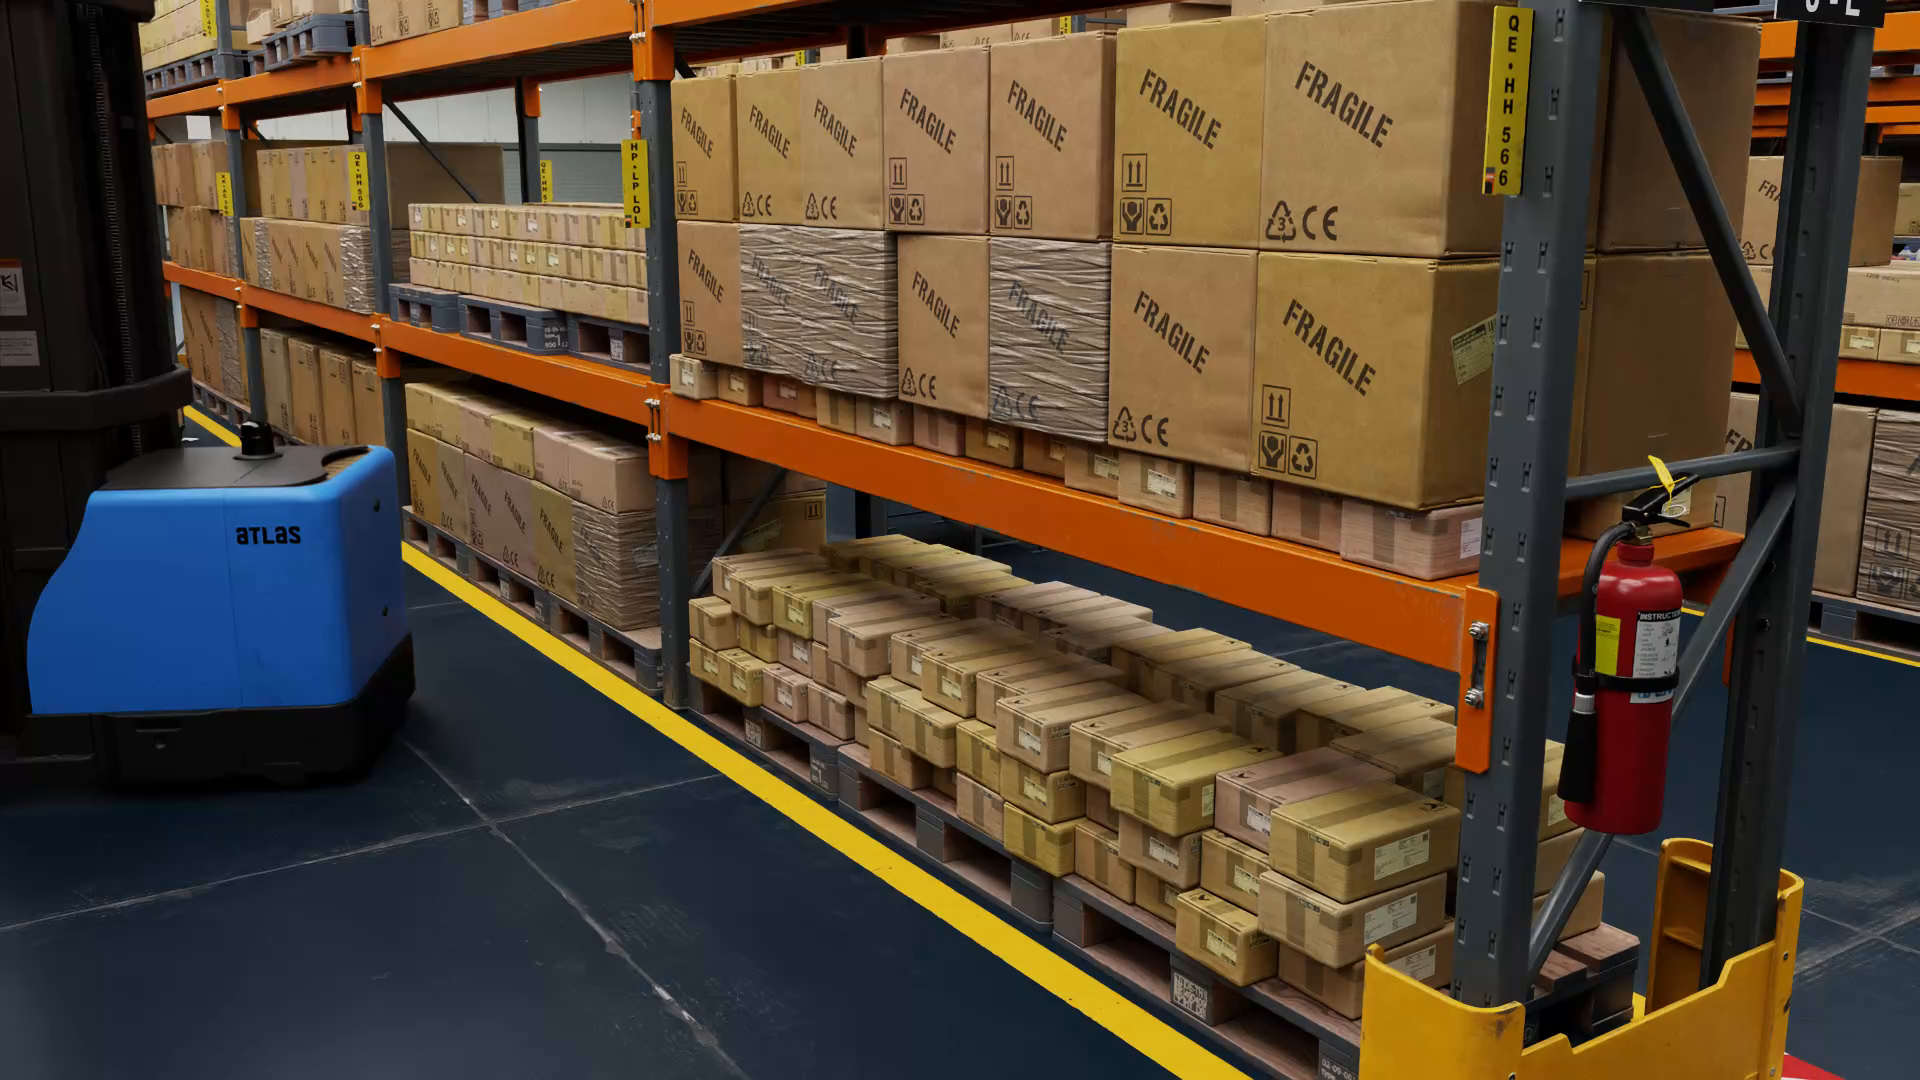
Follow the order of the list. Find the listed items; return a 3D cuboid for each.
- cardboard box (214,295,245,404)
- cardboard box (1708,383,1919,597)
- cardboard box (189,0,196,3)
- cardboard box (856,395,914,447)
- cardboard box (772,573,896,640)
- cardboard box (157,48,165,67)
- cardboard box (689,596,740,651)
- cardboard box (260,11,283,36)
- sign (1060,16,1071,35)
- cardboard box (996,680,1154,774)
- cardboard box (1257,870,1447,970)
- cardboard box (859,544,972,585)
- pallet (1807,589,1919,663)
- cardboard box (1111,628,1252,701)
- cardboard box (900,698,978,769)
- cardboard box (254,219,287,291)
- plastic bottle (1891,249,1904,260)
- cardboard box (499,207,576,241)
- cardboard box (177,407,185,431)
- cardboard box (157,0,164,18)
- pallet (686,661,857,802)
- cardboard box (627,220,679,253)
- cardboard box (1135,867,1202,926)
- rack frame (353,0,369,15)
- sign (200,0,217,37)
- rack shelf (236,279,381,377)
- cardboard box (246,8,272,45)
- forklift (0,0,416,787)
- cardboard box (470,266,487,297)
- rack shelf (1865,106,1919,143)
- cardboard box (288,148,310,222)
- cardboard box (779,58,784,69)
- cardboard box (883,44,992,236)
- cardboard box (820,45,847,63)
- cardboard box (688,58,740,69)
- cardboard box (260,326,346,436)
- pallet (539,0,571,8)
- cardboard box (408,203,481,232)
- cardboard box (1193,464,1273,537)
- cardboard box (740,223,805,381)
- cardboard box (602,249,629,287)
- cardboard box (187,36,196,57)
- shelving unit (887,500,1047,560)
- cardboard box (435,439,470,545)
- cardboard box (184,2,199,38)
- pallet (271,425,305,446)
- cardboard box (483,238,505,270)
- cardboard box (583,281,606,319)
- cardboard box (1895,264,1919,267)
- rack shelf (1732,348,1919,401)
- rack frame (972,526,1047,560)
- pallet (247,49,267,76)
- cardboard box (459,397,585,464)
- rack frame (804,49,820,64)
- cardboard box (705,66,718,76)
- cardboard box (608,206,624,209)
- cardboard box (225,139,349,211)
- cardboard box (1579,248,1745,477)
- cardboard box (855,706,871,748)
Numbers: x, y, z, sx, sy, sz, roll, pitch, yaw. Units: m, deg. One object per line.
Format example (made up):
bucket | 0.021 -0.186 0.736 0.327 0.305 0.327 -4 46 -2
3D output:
cardboard box | -5.985 -1.710 14.650 0.875 0.875 0.875 -8 15 -32
cardboard box | 4.223 -0.289 8.154 0.875 0.875 0.875 -8 15 -33
cardboard box | -5.938 -4.366 13.288 0.380 0.149 0.250 -8 15 -33
cardboard box | -0.105 -0.400 5.256 0.380 0.149 0.250 -7 14 -30
cardboard box | -0.457 0.238 6.050 0.380 0.149 0.250 -8 15 -34
cardboard box | -6.925 -4.292 14.818 0.380 0.149 0.250 -8 15 -33
cardboard box | -0.825 0.305 6.441 0.380 0.149 0.250 -7 14 -30
cardboard box | -4.632 -3.579 11.558 0.380 0.149 0.250 -8 15 -33
sign | 0.757 -3.775 11.869 0.100 0.325 0.005 -8 15 -33
cardboard box | 0.326 0.527 4.728 0.380 0.149 0.250 -7 14 -31
cardboard box | 0.927 0.854 3.931 0.380 0.149 0.250 -9 15 -34
cardboard box | -0.171 0.130 6.543 0.380 0.149 0.250 -8 15 -32
pallet | 4.462 0.315 7.928 1.003 0.211 1.213 -8 15 -33
cardboard box | 0.704 0.403 5.294 0.380 0.149 0.250 -8 15 -32
cardboard box | 0.038 0.577 5.194 0.380 0.149 0.250 -8 15 -32
cardboard box | -4.844 -2.097 12.193 0.500 0.500 0.500 -8 15 -32
plastic bottle | 6.895 -2.006 12.286 0.061 0.283 0.133 -8 15 -33
cardboard box | -2.016 -1.541 8.099 0.380 0.149 0.250 -8 15 -34
cardboard box | -6.906 -1.197 14.161 0.500 0.500 0.500 -5 13 -23
cardboard box | -6.785 -4.637 14.528 0.380 0.149 0.250 -8 15 -33
pallet | -0.358 0.638 6.452 1.003 0.211 1.213 -8 15 -33
cardboard box | -1.144 -1.261 6.821 0.380 0.149 0.250 -7 14 -30
cardboard box | 0.690 0.899 4.419 0.380 0.149 0.250 -8 15 -33
rack frame | -2.976 -4.482 9.294 1.000 3.000 0.127 -8 15 -33
sign | -5.653 -3.953 12.502 0.100 0.325 0.005 -8 15 -33
rack shelf | -4.084 -1.556 11.638 1.077 0.370 4.000 -8 15 -33
cardboard box | -5.065 -3.780 12.200 0.258 0.266 0.396 -8 15 -34
forklift | -3.670 -0.630 5.880 3.031 2.935 1.130 -1 12 -6
cardboard box | -2.297 -1.340 8.572 0.380 0.149 0.250 -8 14 -31
rack shelf | 10.567 -4.051 16.026 1.077 0.370 4.000 -8 15 -33
cardboard box | -4.345 -2.531 11.841 0.700 0.500 0.500 -8 15 -32
cardboard box | -1.499 -4.501 15.818 0.380 0.149 0.250 -8 15 -32
cardboard box | 0.124 -1.138 4.775 0.500 0.500 0.500 -9 15 -35
cardboard box | -0.829 -4.458 14.978 0.797 0.503 0.637 -9 15 -36
cardboard box | -2.625 -5.151 17.273 0.500 0.500 0.500 -8 15 -33
cardboard box | -4.773 -1.269 12.927 1.050 0.750 0.750 -8 15 -33
pallet | -1.013 -2.336 6.941 1.213 0.211 1.003 -8 15 -33
cardboard box | -2.878 -1.819 9.369 0.380 0.149 0.250 -8 15 -33
cardboard box | 0.783 -0.122 3.986 0.380 0.149 0.250 -8 15 -33
cardboard box | -0.415 -0.829 5.701 0.500 0.500 0.500 -8 15 -33
cardboard box | -1.291 -1.162 7.062 0.380 0.149 0.250 -8 15 -32
cardboard box | -6.086 -4.022 13.584 0.380 0.149 0.250 -8 15 -33
shelving unit | 0.004 -0.548 9.736 0.538 1.125 1.048 -8 15 -33
cardboard box | -2.515 -0.290 9.036 0.500 0.500 0.500 -8 15 -32
cardboard box | -5.958 -4.201 13.469 0.500 0.250 0.500 -8 15 -33
pallet | -4.702 -0.772 12.899 1.003 0.211 1.213 -8 15 -33
cardboard box | -2.160 -1.441 8.336 0.380 0.149 0.250 -8 15 -33
cardboard box | -1.425 -1.060 7.294 0.380 0.149 0.250 -8 15 -33
cardboard box | 4.738 -1.161 7.803 0.500 0.250 0.500 -8 15 -34
rack shelf | 4.534 -0.702 7.734 1.077 0.370 4.000 -8 15 -33
rack frame | 0.285 -0.458 9.323 0.500 1.125 0.032 -8 15 -33
pallet | -4.643 -3.477 12.169 0.805 0.209 1.217 -9 15 -35
cardboard box | -2.251 -0.571 8.563 0.500 0.250 0.500 -8 15 -32
rack frame | -1.007 -5.763 15.149 1.000 3.000 0.127 -8 15 -33
cardboard box | -2.394 -4.780 17.093 0.380 0.149 0.250 -8 15 -33
cardboard box | -1.608 -1.661 8.650 0.380 0.149 0.250 -7 14 -30
cardboard box | -5.368 -2.933 13.375 0.875 0.550 0.550 -8 15 -33
cardboard box | 1.438 -0.435 3.901 0.500 0.500 0.500 -7 14 -30
cardboard box | -0.136 0.619 5.701 0.380 0.149 0.250 -9 15 -35
